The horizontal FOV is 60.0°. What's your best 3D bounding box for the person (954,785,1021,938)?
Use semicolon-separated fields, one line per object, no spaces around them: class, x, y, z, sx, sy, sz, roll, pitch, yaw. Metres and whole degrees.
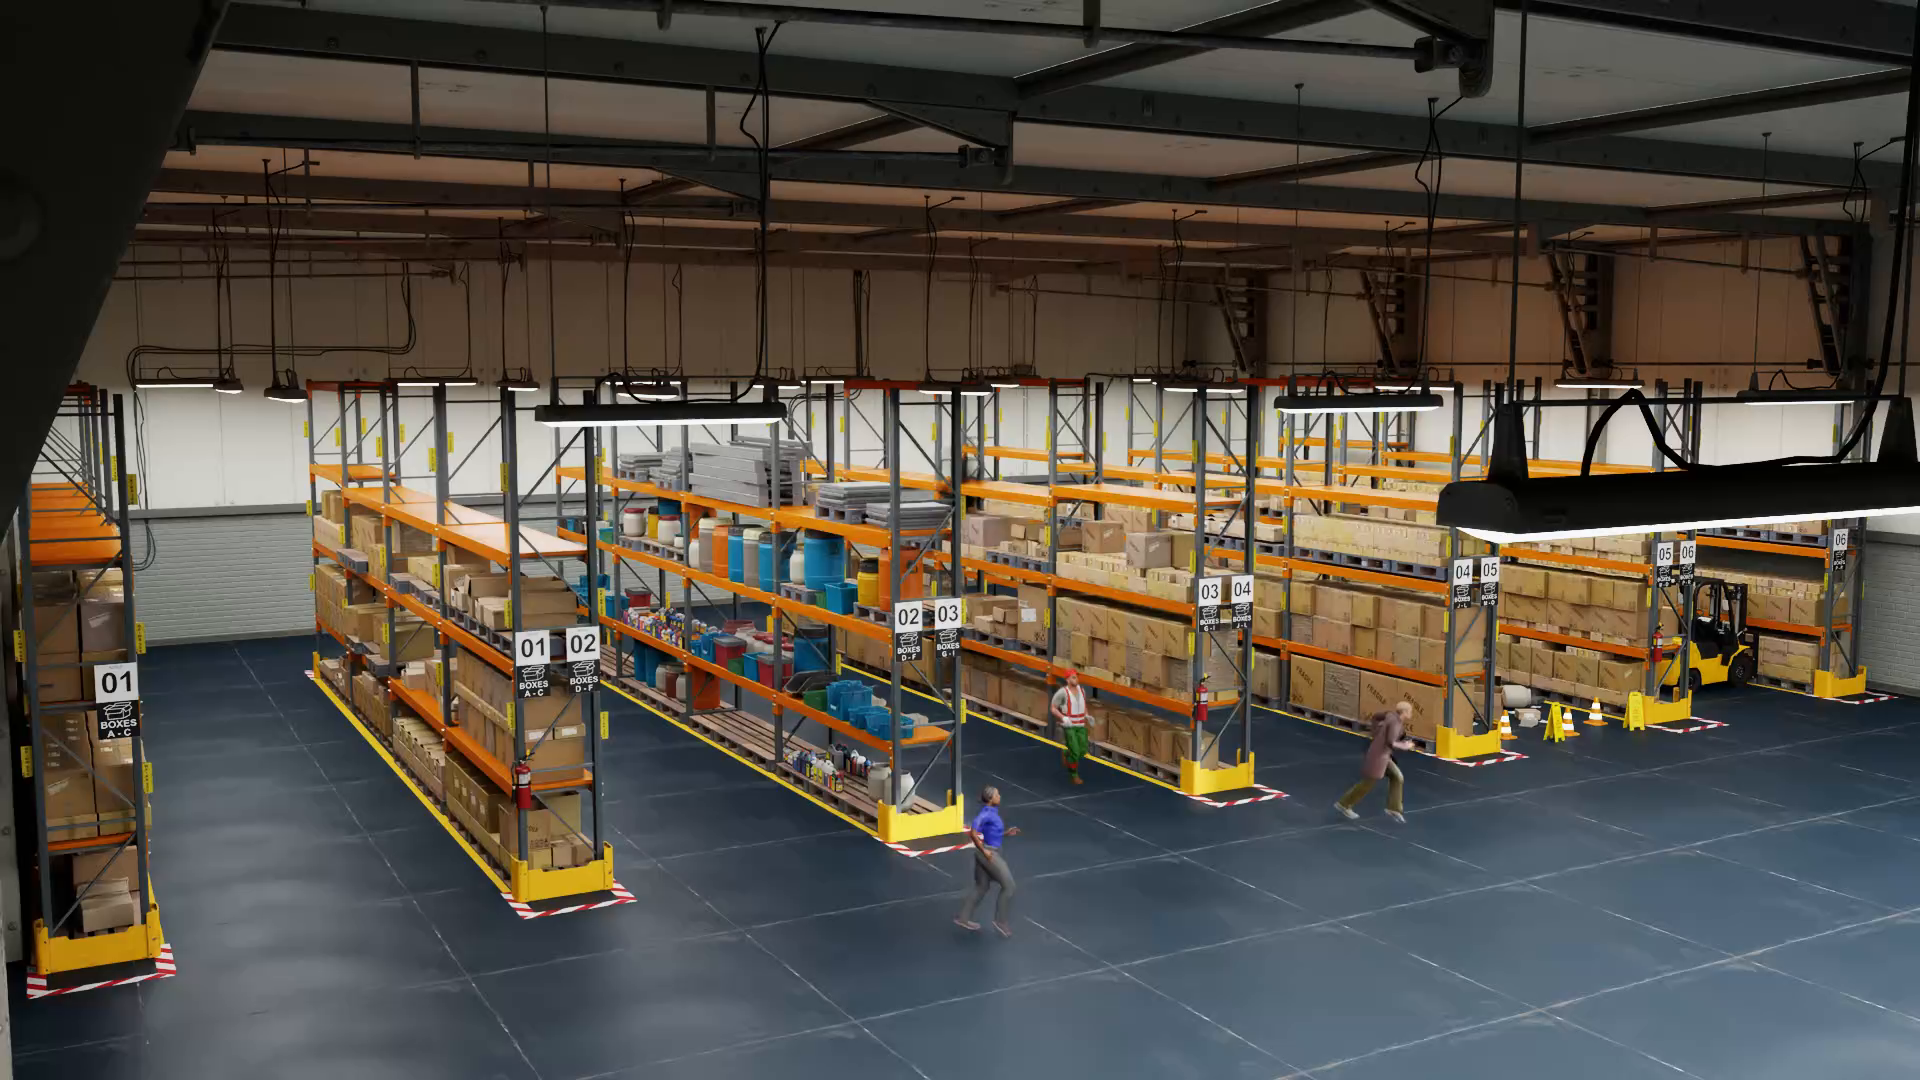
person;0.325;3.572;18.426;0.734;1.704;0.555;-1;6;-7

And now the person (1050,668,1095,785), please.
person;1.664;2.799;25.163;0.656;1.745;0.615;-4;7;-33

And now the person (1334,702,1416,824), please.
person;5.728;3.136;22.974;1.072;1.628;0.752;1;6;8
